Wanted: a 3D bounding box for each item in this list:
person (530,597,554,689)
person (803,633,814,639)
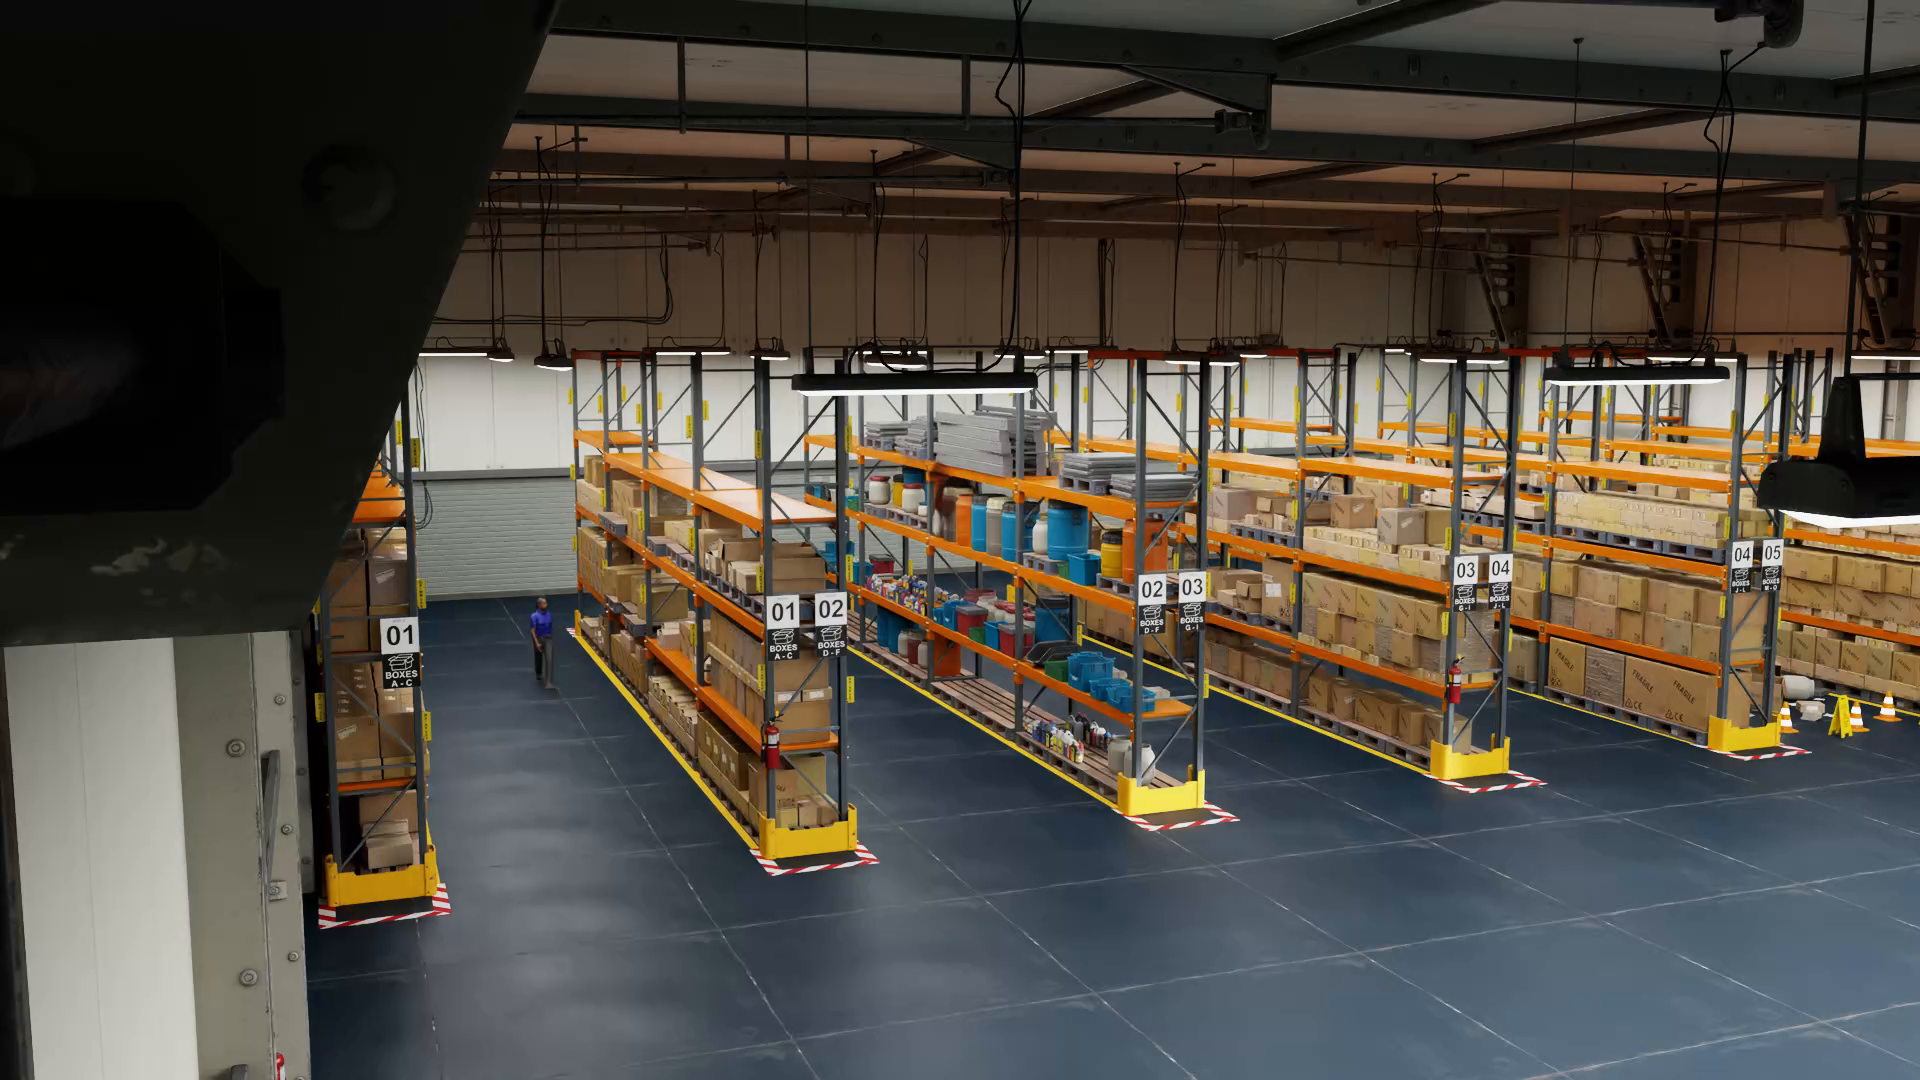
[{"bbox_3d":[-7.491,1.827,29.843,0.407,1.611,0.928,-2,7,-15],"label":"person"},{"bbox_3d":[-2.649,1.975,28.202,0.485,1.668,0.461,4,8,29],"label":"person"}]
